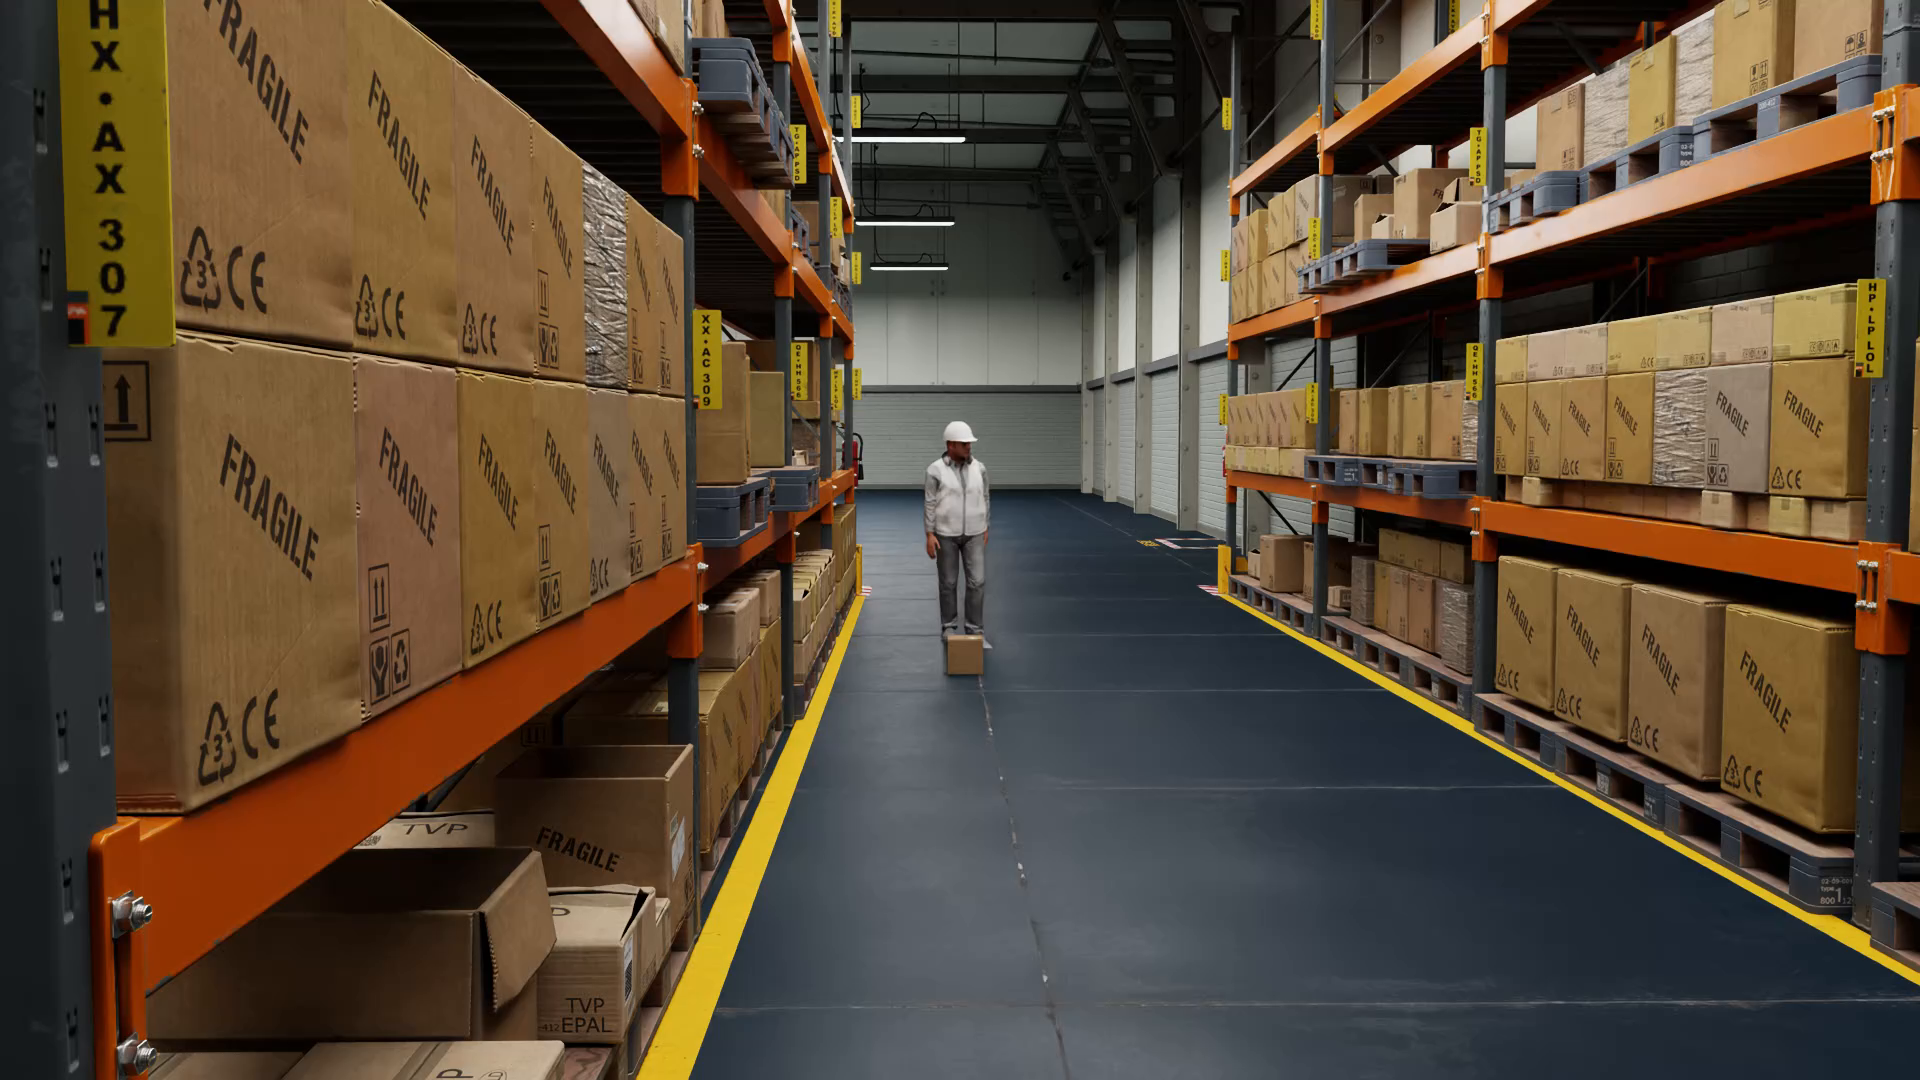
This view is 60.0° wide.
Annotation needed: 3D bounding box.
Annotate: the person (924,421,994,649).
[{"bbox_3d":[-0.029,-0.024,13.171,0.557,1.824,0.572,-1,4,-12],"label":"person"}]
